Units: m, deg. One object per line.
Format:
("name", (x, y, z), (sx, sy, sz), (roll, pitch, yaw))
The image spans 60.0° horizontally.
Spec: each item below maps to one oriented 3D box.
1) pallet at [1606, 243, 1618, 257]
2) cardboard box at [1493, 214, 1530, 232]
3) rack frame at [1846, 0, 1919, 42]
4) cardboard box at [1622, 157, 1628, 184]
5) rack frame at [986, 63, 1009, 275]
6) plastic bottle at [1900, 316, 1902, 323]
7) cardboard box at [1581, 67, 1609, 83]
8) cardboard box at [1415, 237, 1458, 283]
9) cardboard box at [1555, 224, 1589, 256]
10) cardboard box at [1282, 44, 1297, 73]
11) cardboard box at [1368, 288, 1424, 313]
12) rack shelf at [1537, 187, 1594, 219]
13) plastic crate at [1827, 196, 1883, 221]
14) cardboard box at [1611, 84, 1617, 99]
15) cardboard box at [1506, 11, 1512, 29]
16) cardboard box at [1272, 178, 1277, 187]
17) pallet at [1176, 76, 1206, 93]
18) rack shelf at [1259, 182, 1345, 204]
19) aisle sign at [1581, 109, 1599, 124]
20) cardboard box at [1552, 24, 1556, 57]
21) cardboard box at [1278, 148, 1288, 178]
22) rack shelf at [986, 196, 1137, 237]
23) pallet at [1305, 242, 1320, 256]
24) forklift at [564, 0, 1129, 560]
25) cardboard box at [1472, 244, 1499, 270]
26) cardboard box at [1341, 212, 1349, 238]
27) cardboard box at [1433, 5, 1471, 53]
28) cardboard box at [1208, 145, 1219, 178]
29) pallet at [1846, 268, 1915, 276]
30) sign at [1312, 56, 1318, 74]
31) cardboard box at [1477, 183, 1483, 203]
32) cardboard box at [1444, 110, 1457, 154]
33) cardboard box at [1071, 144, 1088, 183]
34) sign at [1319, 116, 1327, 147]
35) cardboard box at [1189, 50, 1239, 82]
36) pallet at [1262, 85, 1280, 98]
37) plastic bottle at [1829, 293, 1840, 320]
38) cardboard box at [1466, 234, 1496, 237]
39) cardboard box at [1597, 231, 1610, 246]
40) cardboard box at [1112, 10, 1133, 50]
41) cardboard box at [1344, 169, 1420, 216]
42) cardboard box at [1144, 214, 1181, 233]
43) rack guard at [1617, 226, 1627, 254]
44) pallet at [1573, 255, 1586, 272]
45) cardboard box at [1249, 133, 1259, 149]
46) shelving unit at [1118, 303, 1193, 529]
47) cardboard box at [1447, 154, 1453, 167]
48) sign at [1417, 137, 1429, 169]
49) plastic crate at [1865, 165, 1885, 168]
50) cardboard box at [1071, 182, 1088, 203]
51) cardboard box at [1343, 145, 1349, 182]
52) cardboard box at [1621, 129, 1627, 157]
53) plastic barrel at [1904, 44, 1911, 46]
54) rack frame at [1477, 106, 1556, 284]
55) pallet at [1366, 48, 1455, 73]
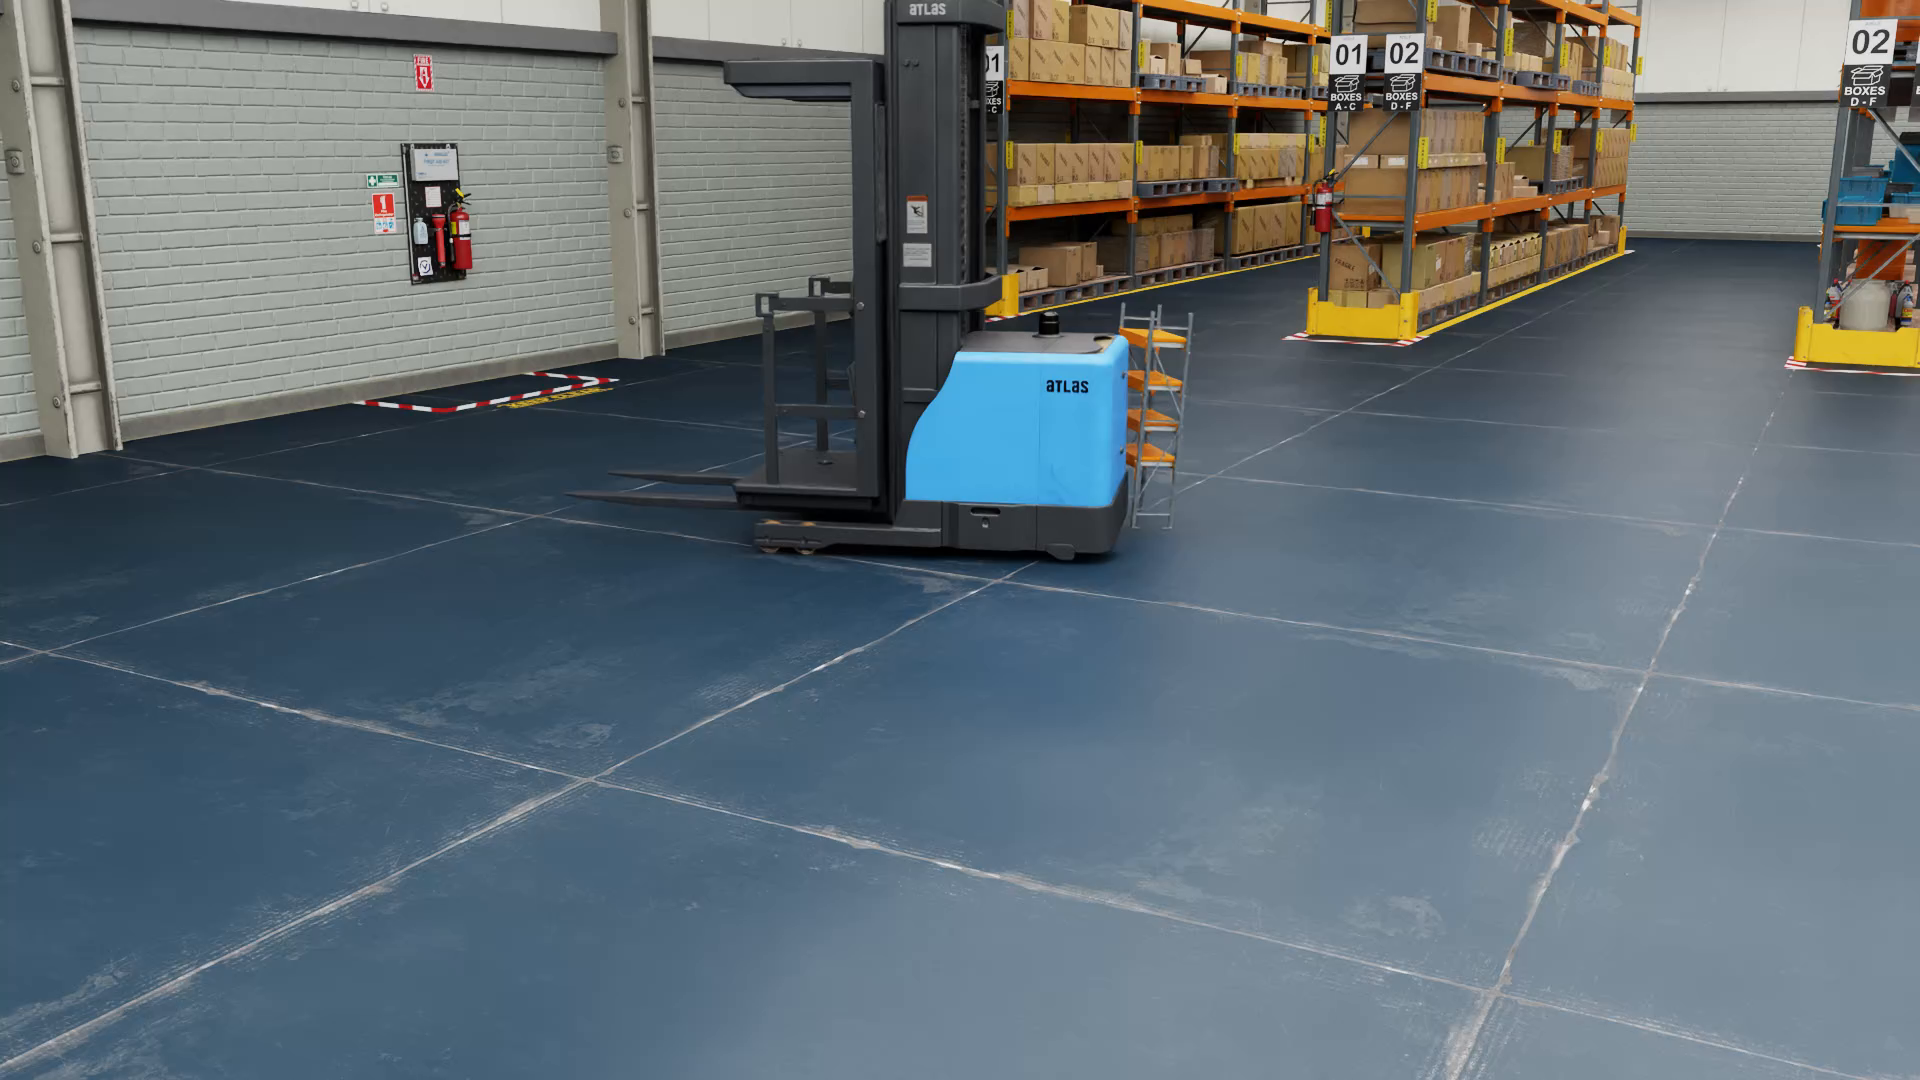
("pallet", (11.770, -5.480, 31.313), (1.003, 0.211, 1.213), (7, 15, 28))
("cardboard box", (8.594, -4.967, 26.032), (0.500, 0.250, 0.500), (8, 16, 30))
("rack frame", (8.791, -6.087, 15.080), (1.000, 3.000, 0.127), (7, 15, 28))
("cardboard box", (12.213, -6.941, 31.209), (0.500, 0.500, 0.500), (8, 16, 30))
("rack frame", (0.118, -4.293, 20.439), (1.000, 3.000, 0.127), (7, 15, 28))
("plastic bottle", (9.990, -2.382, 17.544), (0.097, 0.201, 0.097), (0, 14, 0))
("cardboard box", (10.710, -7.894, 28.231), (0.500, 0.250, 0.500), (7, 15, 28))
("cardboard box", (5.638, -3.356, 19.926), (0.500, 0.500, 0.500), (7, 15, 28))
("cardboard box", (10.270, -5.059, 28.013), (0.500, 0.500, 0.500), (7, 15, 28))
("cardboard box", (6.053, -8.927, 30.872), (0.500, 0.500, 0.500), (7, 15, 28))
("cardboard box", (4.910, -2.684, 18.739), (0.500, 0.250, 0.500), (7, 15, 28))
("rack shelf", (9.291, -5.434, 26.708), (1.077, 0.370, 4.000), (7, 15, 28))
("plastic crate", (9.090, -3.367, 16.917), (0.499, 0.251, 0.408), (7, 15, 28))
("cardboard box", (11.197, -7.856, 29.138), (0.500, 0.250, 0.500), (7, 15, 28))
("cardboard box", (6.978, -6.748, 22.049), (0.500, 0.500, 0.500), (9, 16, 33))
("cardboard box", (5.351, -6.285, 29.197), (0.380, 0.149, 0.250), (7, 15, 26))
("pallet", (2.942, -6.808, 24.873), (1.213, 0.211, 1.003), (7, 15, 28))
("rack shelf", (6.886, -6.815, 32.437), (1.077, 0.370, 4.000), (7, 15, 28))
("aisle sign", (11.967, -8.326, 31.622), (0.394, 0.787, 0.004), (7, 15, 28))
("cardboard box", (8.787, -7.560, 25.244), (0.500, 0.500, 0.500), (7, 15, 28))
("cardboard box", (5.428, -6.626, 29.228), (0.500, 0.500, 0.500), (7, 15, 28))
("rack shelf", (1.085, -4.353, 22.225), (1.077, 0.370, 4.000), (7, 15, 28))
("pallet", (6.355, -5.546, 31.588), (1.003, 0.211, 1.213), (7, 15, 28))
("forklift", (-0.628, -1.470, 8.876), (3.031, 2.935, 1.130), (3, 14, 11))
("cardboard box", (6.808, -3.749, 21.960), (0.500, 0.311, 0.500), (7, 15, 28))
("cardboard box", (7.360, -6.307, 33.230), (0.700, 0.500, 0.500), (7, 15, 28))
("cardboard box", (5.498, -5.821, 18.970), (0.500, 0.500, 0.500), (7, 15, 28))
("cardboard box", (3.767, -6.099, 26.779), (0.700, 0.500, 0.500), (5, 15, 21))
("pallet", (13.593, -3.872, 24.643), (1.003, 0.211, 1.213), (7, 15, 28))
("sign", (6.399, -8.558, 29.955), (0.100, 0.325, 0.005), (7, 15, 28))
("cardboard box", (6.590, -4.586, 21.975), (0.500, 0.250, 0.500), (9, 16, 32))
("cardboard box", (5.453, -4.831, 19.692), (0.700, 0.500, 0.500), (7, 15, 28))
("cardboard box", (1.354, -4.971, 21.929), (0.500, 0.500, 0.500), (8, 16, 30))
("sign", (3.988, -4.474, 18.217), (0.100, 0.325, 0.005), (7, 15, 28))
("cardboard box", (4.165, -7.759, 27.264), (0.700, 0.500, 0.500), (6, 15, 24))
("pallet", (4.788, -7.668, 28.443), (1.003, 0.211, 1.213), (8, 16, 31))
("plastic bottle", (9.440, -2.535, 18.021), (0.152, 0.276, 0.135), (8, 15, 28))
("cardboard box", (7.567, -4.331, 24.371), (0.500, 0.311, 0.500), (7, 15, 27))
("cardboard box", (11.658, -5.561, 30.628), (0.500, 0.250, 0.500), (7, 15, 28))
("cardboard box", (2.047, -6.982, 22.806), (0.500, 0.500, 0.500), (6, 15, 23))
("cardboard box", (4.693, -3.875, 18.494), (0.700, 0.500, 0.500), (7, 15, 28))
("cardboard box", (3.108, -4.928, 25.868), (0.500, 0.250, 0.500), (7, 15, 28))
("rack guard", (12.154, -5.784, 31.958), (1.175, 0.500, 0.348), (7, 15, 28))
("pallet", (9.897, -4.667, 27.943), (1.003, 0.211, 1.213), (7, 15, 28))
("cardboard box", (4.690, -6.676, 27.833), (0.500, 0.250, 0.500), (7, 15, 27))
("shelving unit", (1.049, -0.704, 9.358), (0.258, 1.200, 0.503), (1, 13, -14))
("cardboard box", (5.578, -4.467, 19.567), (0.380, 0.149, 0.250), (8, 15, 29))
("sign", (4.939, -4.127, 17.737), (0.100, 0.325, 0.005), (7, 15, 28))
("plastic crate", (14.519, -5.788, 26.547), (0.392, 0.384, 0.575), (7, 15, 28))
("cardboard box", (1.368, -4.609, 22.029), (0.500, 0.250, 0.500), (8, 15, 29))
("cardboard box", (7.273, -7.465, 32.957), (0.980, 0.700, 0.700), (7, 15, 28))
("cardboard box", (11.973, -7.323, 30.663), (0.500, 0.500, 0.500), (8, 16, 30))
("plastic barrel", (9.230, -5.172, 16.390), (0.600, 0.588, 0.600), (0, 14, 0))
("rack frame", (8.324, -5.373, 24.922), (1.000, 3.000, 0.127), (7, 15, 28))
("pallet", (4.821, -5.290, 18.362), (1.003, 0.211, 1.213), (7, 15, 28))
